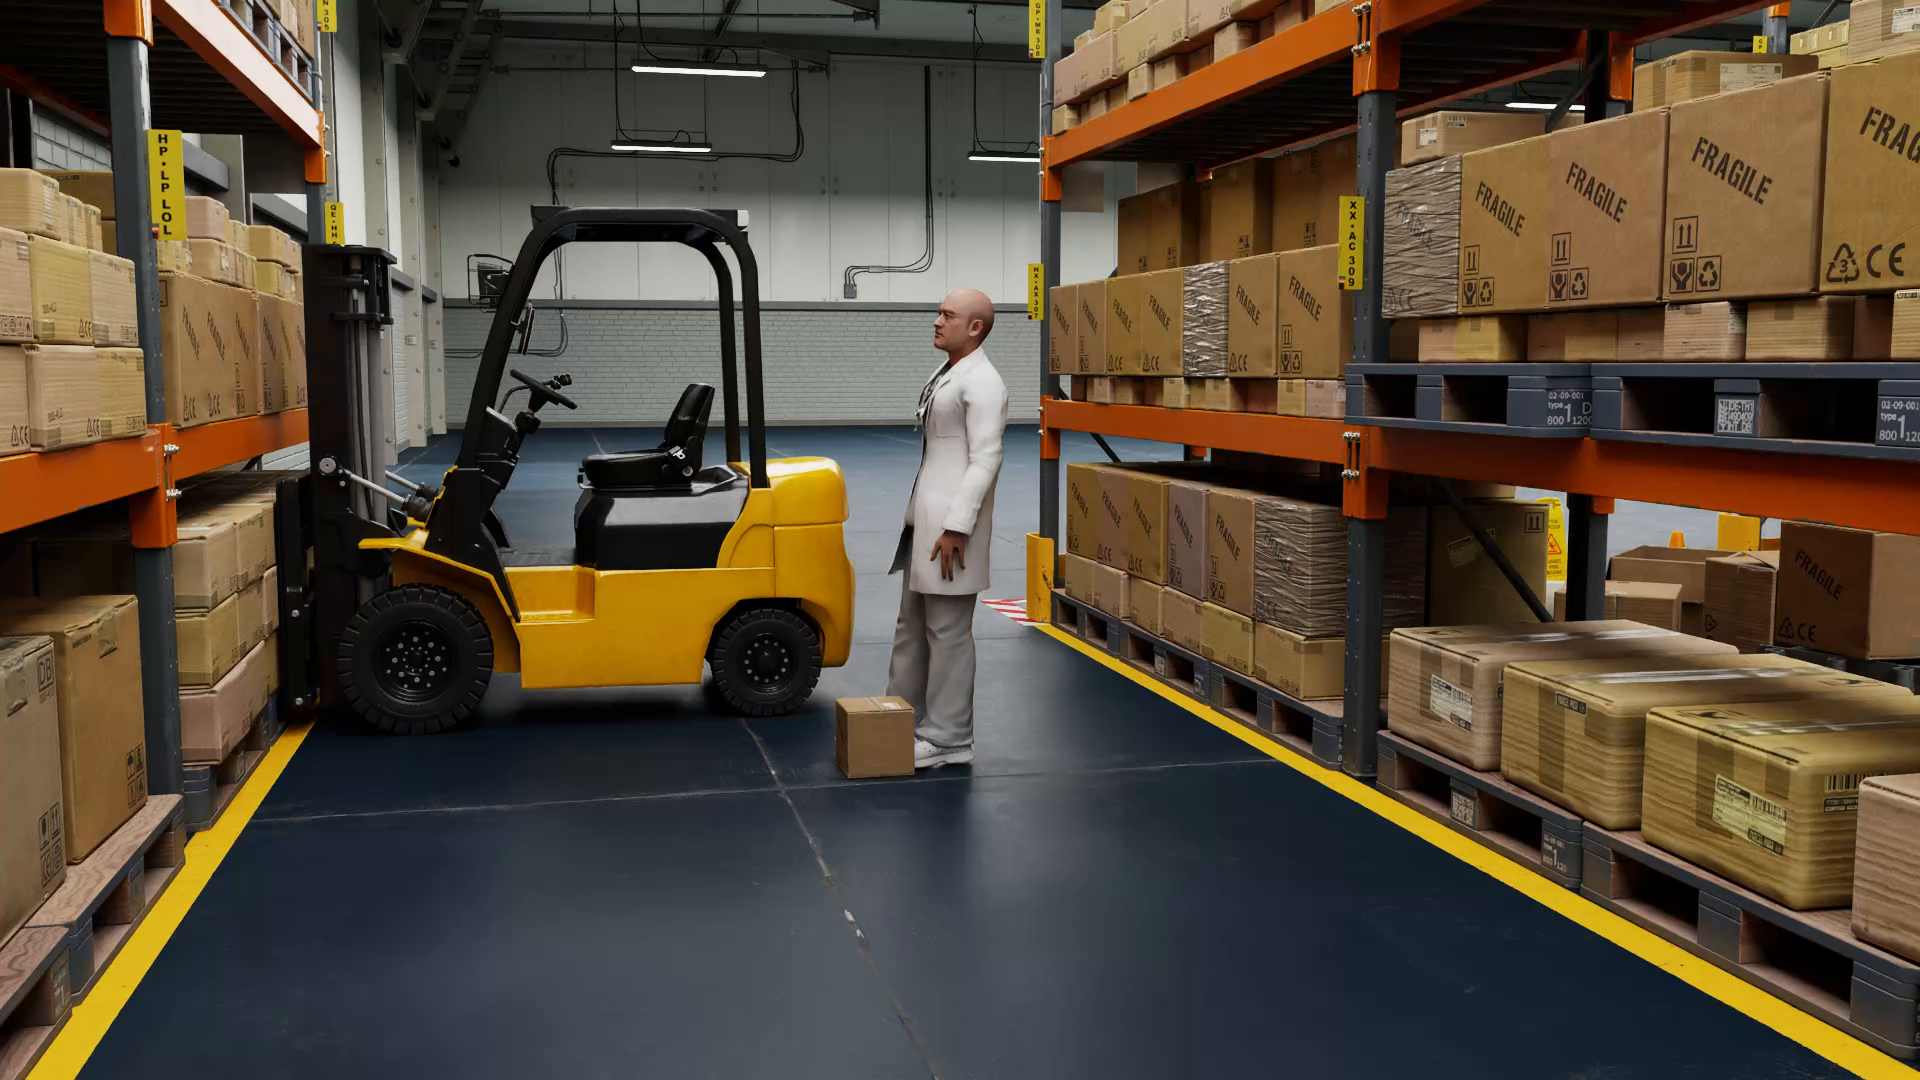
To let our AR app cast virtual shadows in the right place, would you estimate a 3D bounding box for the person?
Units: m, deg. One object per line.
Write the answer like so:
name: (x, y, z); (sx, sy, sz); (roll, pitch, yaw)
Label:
person: (-0.138, -0.041, 6.193); (0.581, 1.776, 0.694); (-1, 6, -14)
